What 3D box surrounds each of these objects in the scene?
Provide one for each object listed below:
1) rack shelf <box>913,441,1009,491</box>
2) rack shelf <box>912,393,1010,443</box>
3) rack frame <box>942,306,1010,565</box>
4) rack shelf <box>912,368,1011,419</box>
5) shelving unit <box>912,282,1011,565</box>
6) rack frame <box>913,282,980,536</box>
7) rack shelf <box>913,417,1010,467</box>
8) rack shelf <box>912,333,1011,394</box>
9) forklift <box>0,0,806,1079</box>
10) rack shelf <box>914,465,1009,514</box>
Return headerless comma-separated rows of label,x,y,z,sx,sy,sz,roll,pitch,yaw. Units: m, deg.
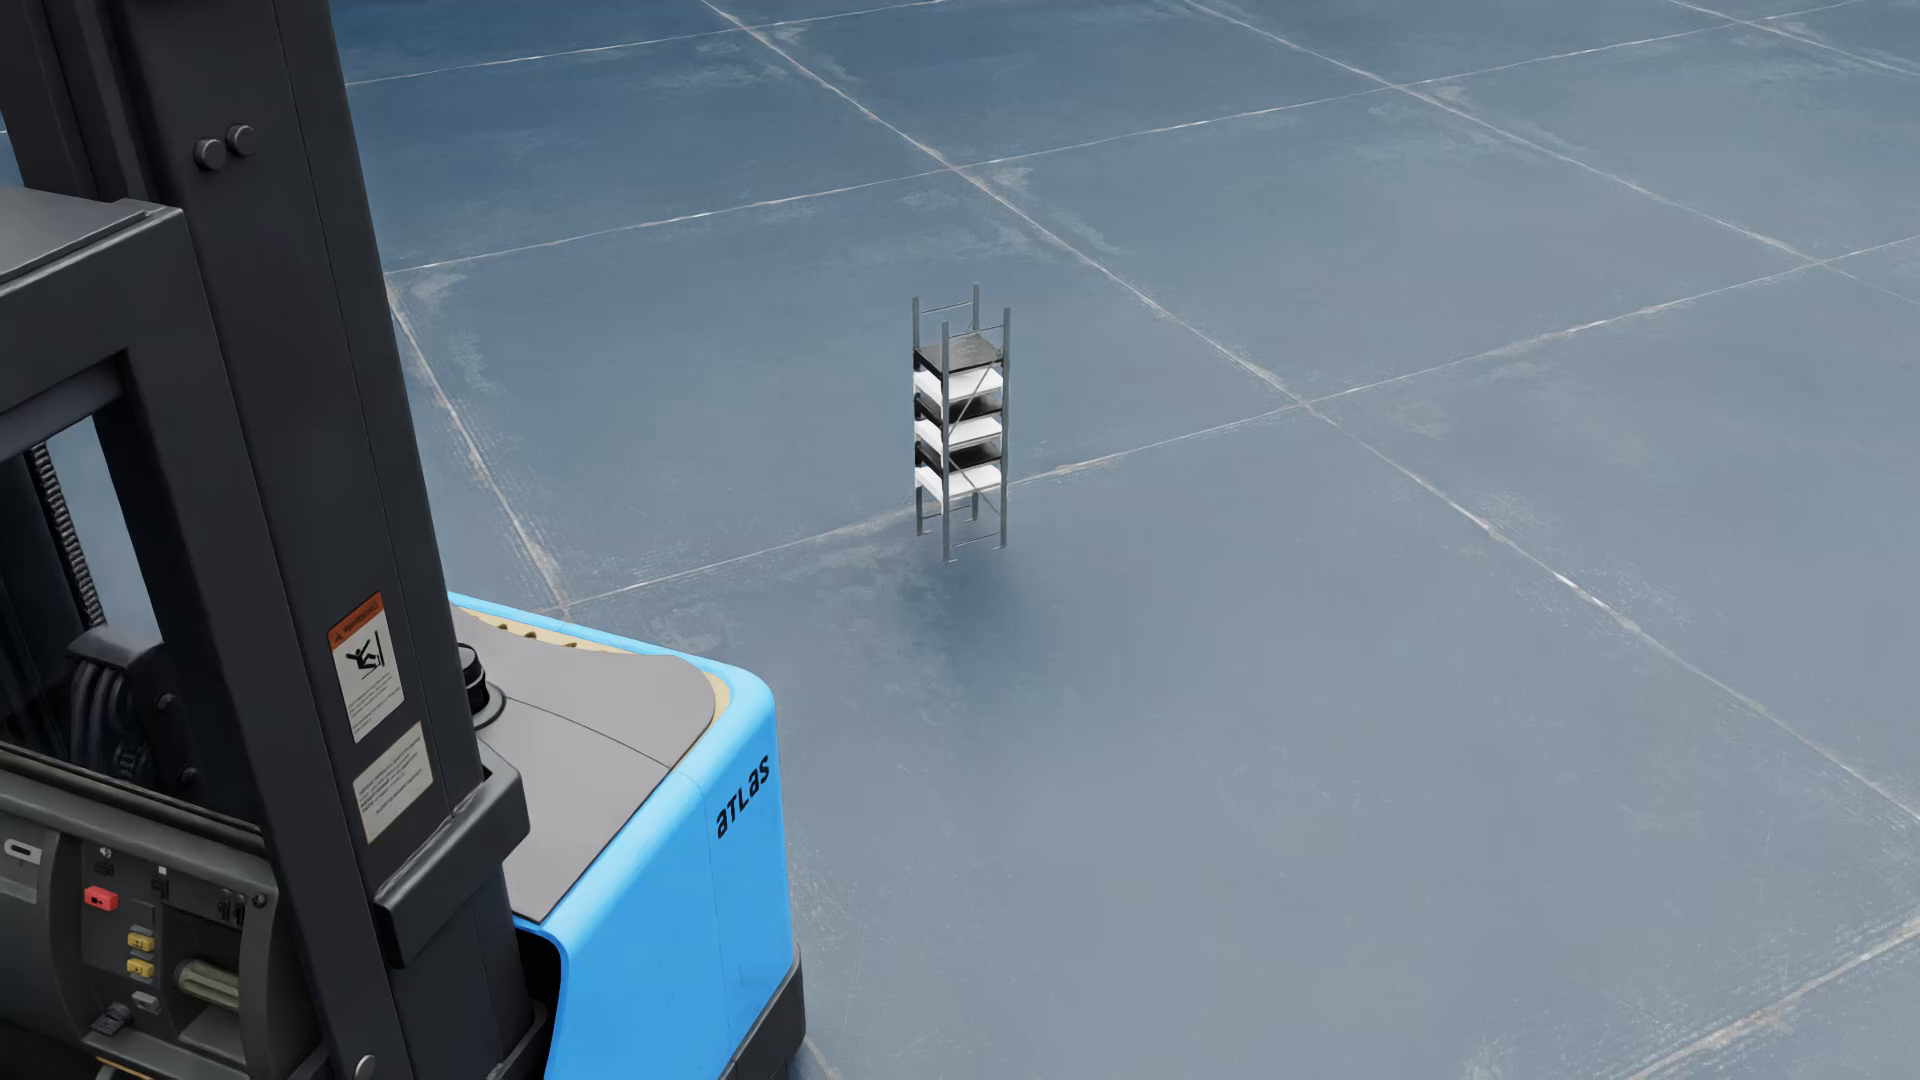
rack shelf,0.004,-0.271,5.568,0.258,0.077,0.200,-16,36,-23
rack shelf,0.004,-0.423,5.471,0.258,0.077,0.200,-16,36,-23
rack frame,0.051,-0.327,5.425,0.240,0.900,0.006,-16,36,-23
rack shelf,0.004,-0.499,5.422,0.258,0.077,0.200,-16,36,-23
shelving unit,0.004,-0.375,5.501,0.258,0.900,0.210,-16,36,-23
rack frame,-0.044,-0.424,5.577,0.240,0.900,0.006,-16,36,-23
rack shelf,0.004,-0.347,5.519,0.258,0.077,0.200,-16,36,-23
rack shelf,0.004,-0.574,5.374,0.258,0.077,0.200,-16,36,-23
forklift,-1.388,0.576,2.135,1.130,2.935,3.031,13,35,19
rack shelf,0.004,-0.195,5.616,0.258,0.077,0.200,-16,36,-23
